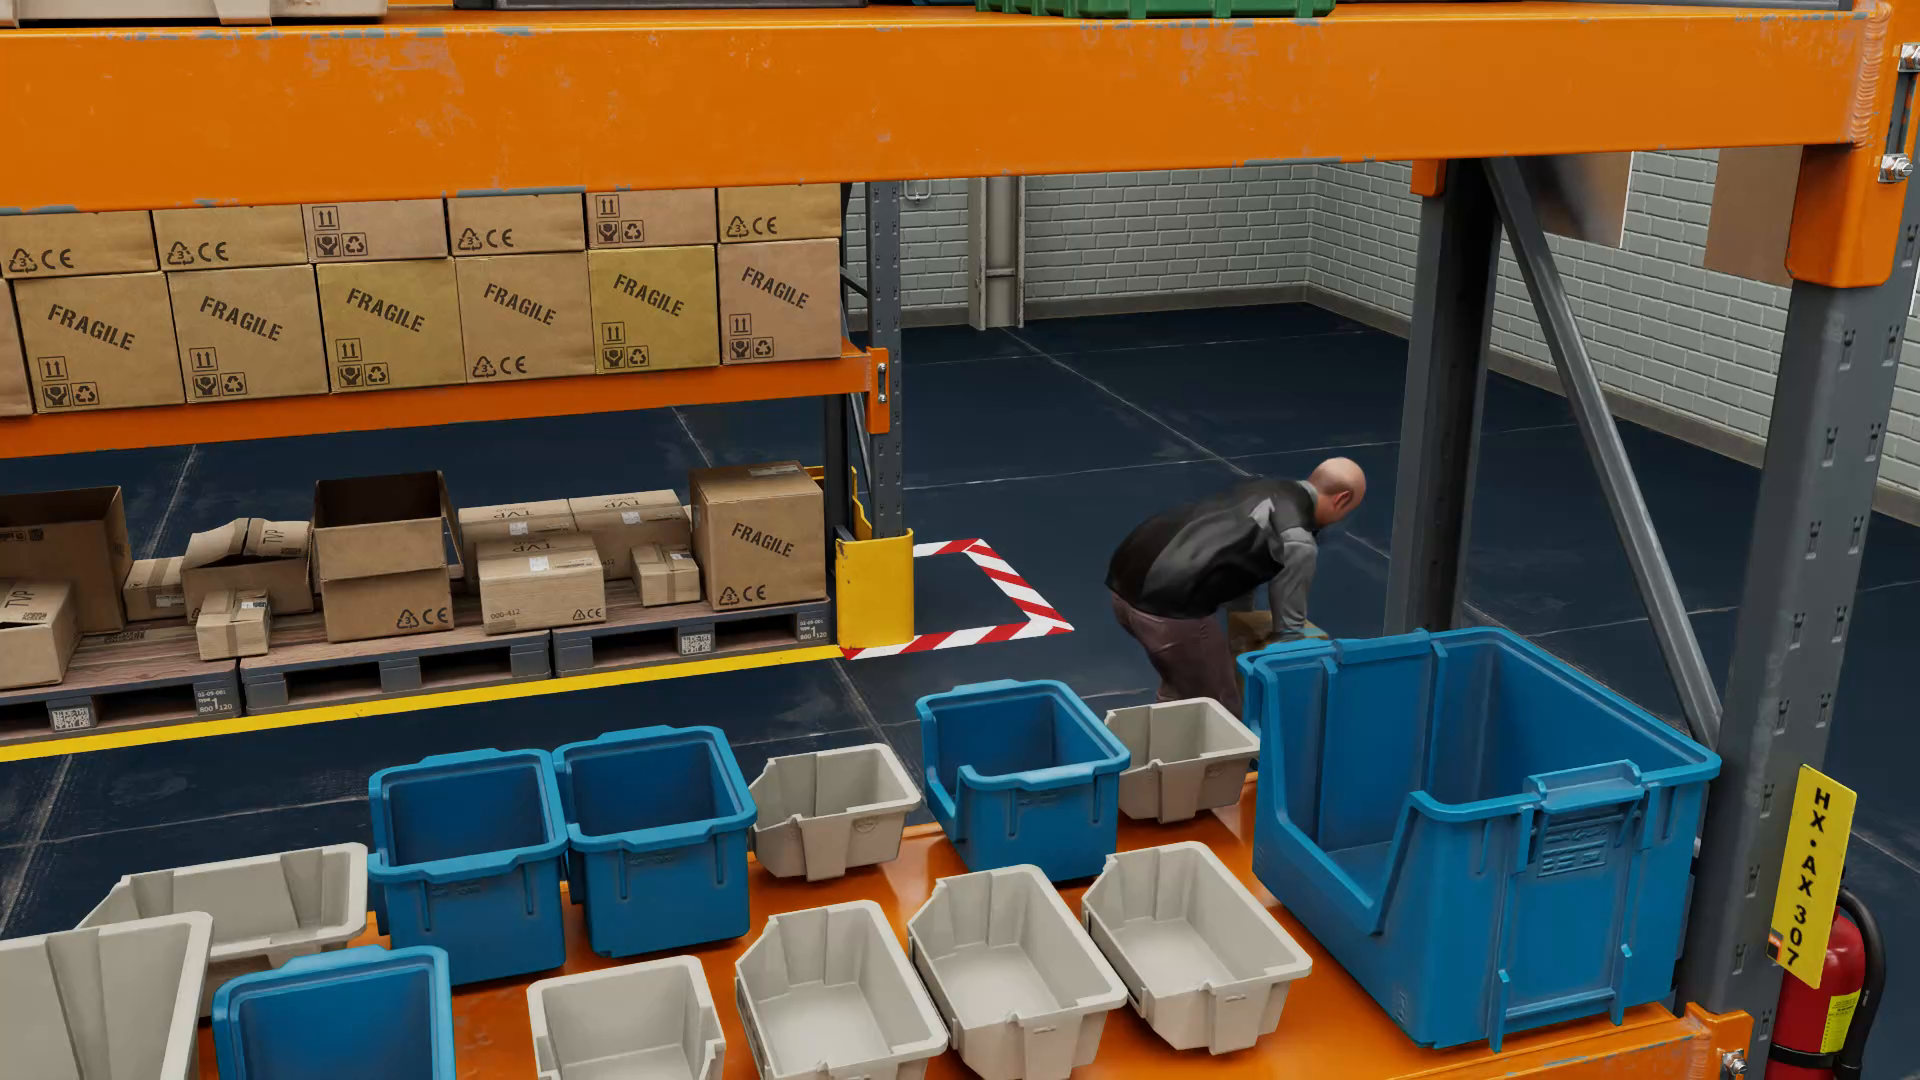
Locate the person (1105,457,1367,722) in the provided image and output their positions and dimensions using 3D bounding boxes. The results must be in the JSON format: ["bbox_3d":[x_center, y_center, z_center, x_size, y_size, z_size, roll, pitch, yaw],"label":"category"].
[{"bbox_3d":[0.949,0.370,5.715,0.916,1.281,0.462,-7,20,-19],"label":"person"}]
